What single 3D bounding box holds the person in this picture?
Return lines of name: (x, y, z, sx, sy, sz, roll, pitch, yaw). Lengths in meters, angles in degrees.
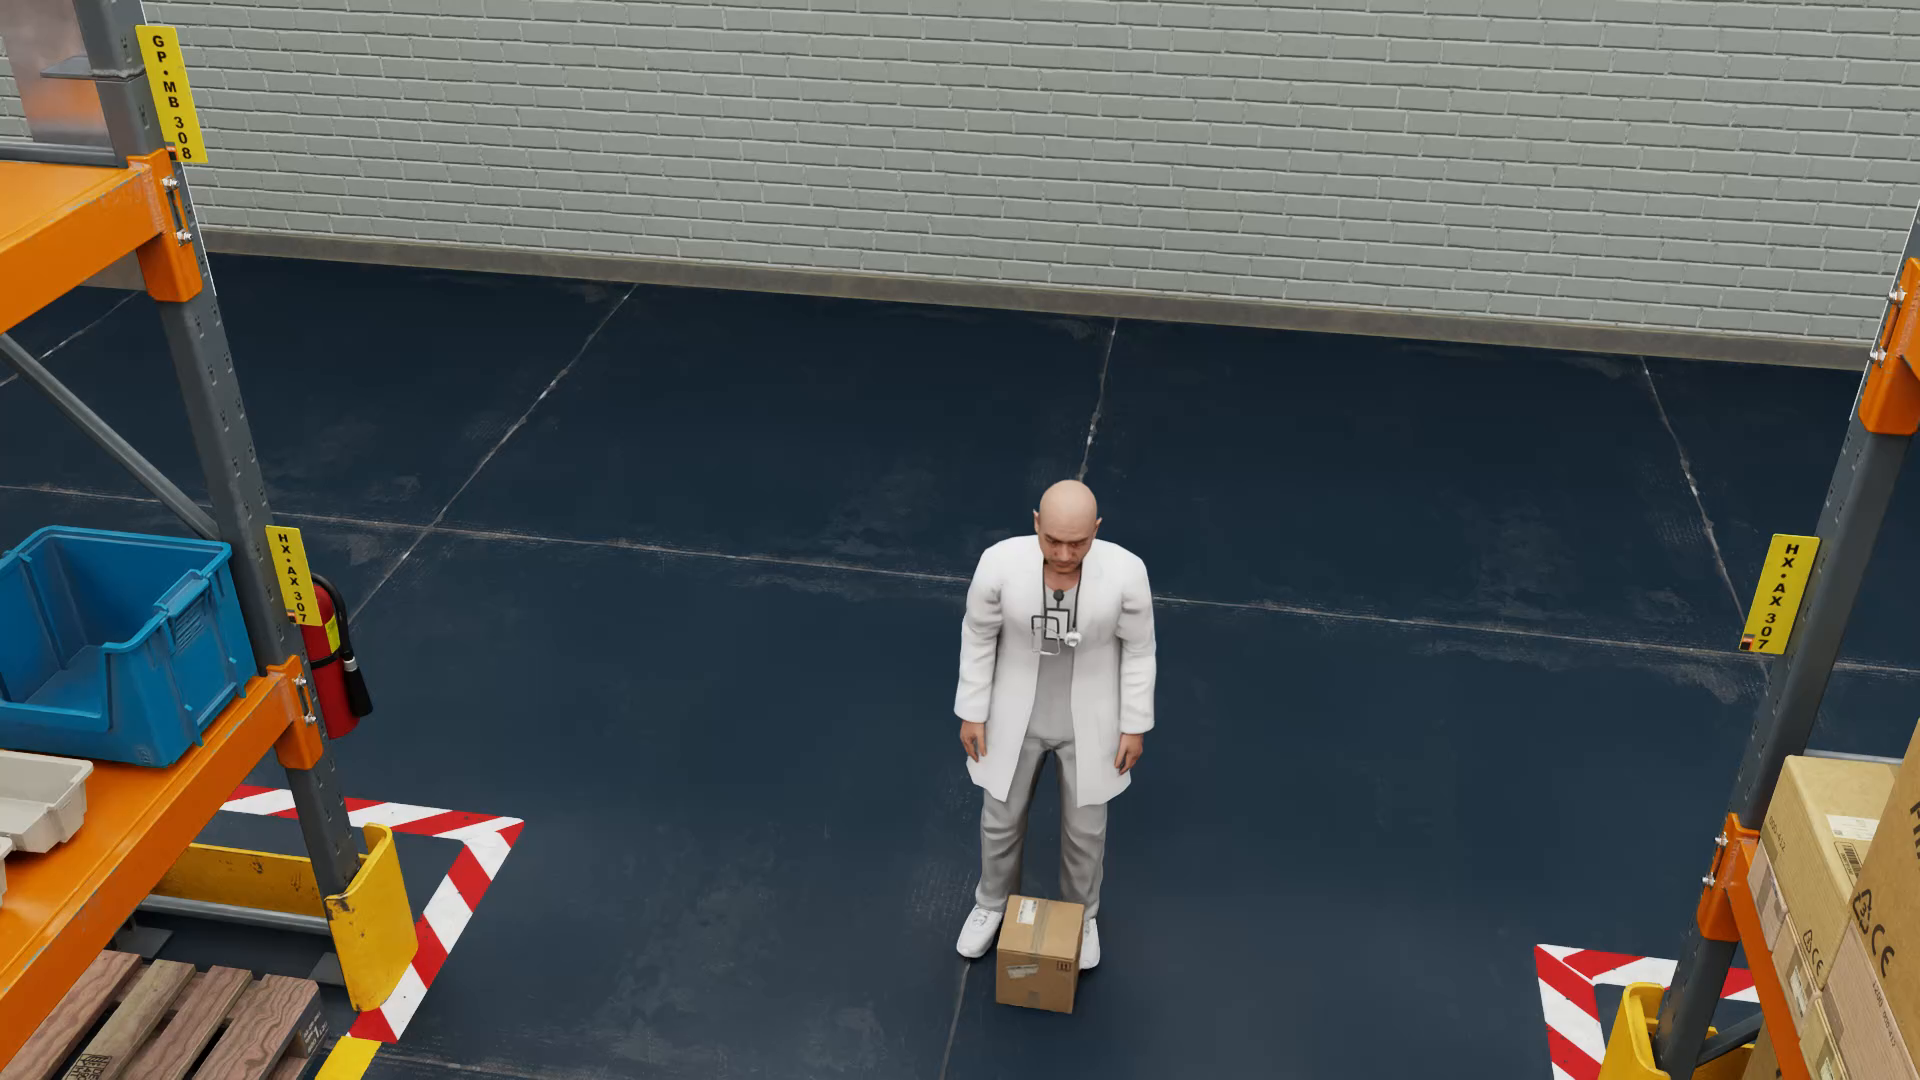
person: (0.294, 0.576, 5.229, 0.628, 1.773, 0.415, 4, 32, 6)
